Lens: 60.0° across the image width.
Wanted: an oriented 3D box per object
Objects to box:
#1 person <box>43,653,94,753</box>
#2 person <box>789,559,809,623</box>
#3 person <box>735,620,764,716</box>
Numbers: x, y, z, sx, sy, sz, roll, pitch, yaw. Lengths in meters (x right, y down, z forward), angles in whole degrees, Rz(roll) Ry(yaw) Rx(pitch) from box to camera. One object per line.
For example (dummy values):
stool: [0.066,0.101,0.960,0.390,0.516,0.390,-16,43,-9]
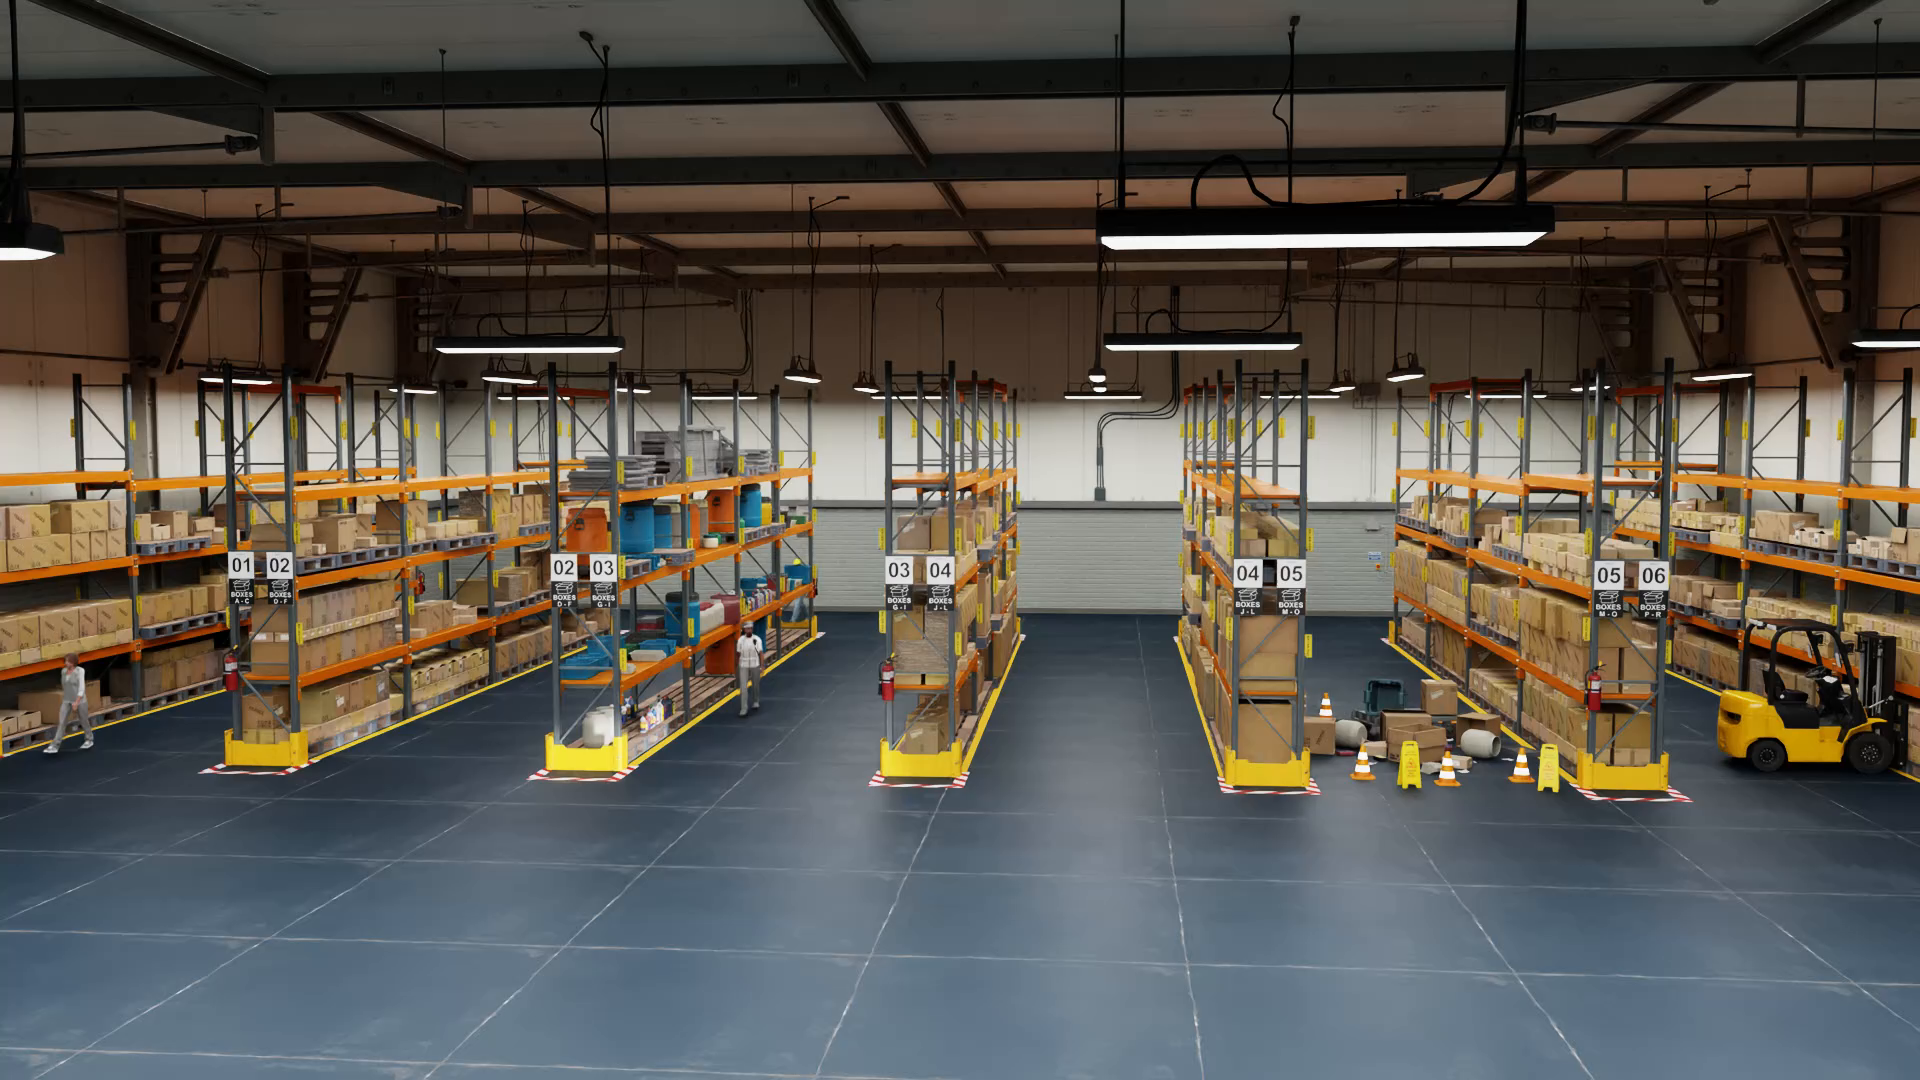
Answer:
person: [-13.765,2.522,25.733,0.440,1.530,0.975,0,4,-2]
person: [-4.154,1.333,42.426,0.561,1.698,1.098,3,5,40]
person: [-3.725,2.229,29.404,0.536,1.628,1.058,0,4,-5]
